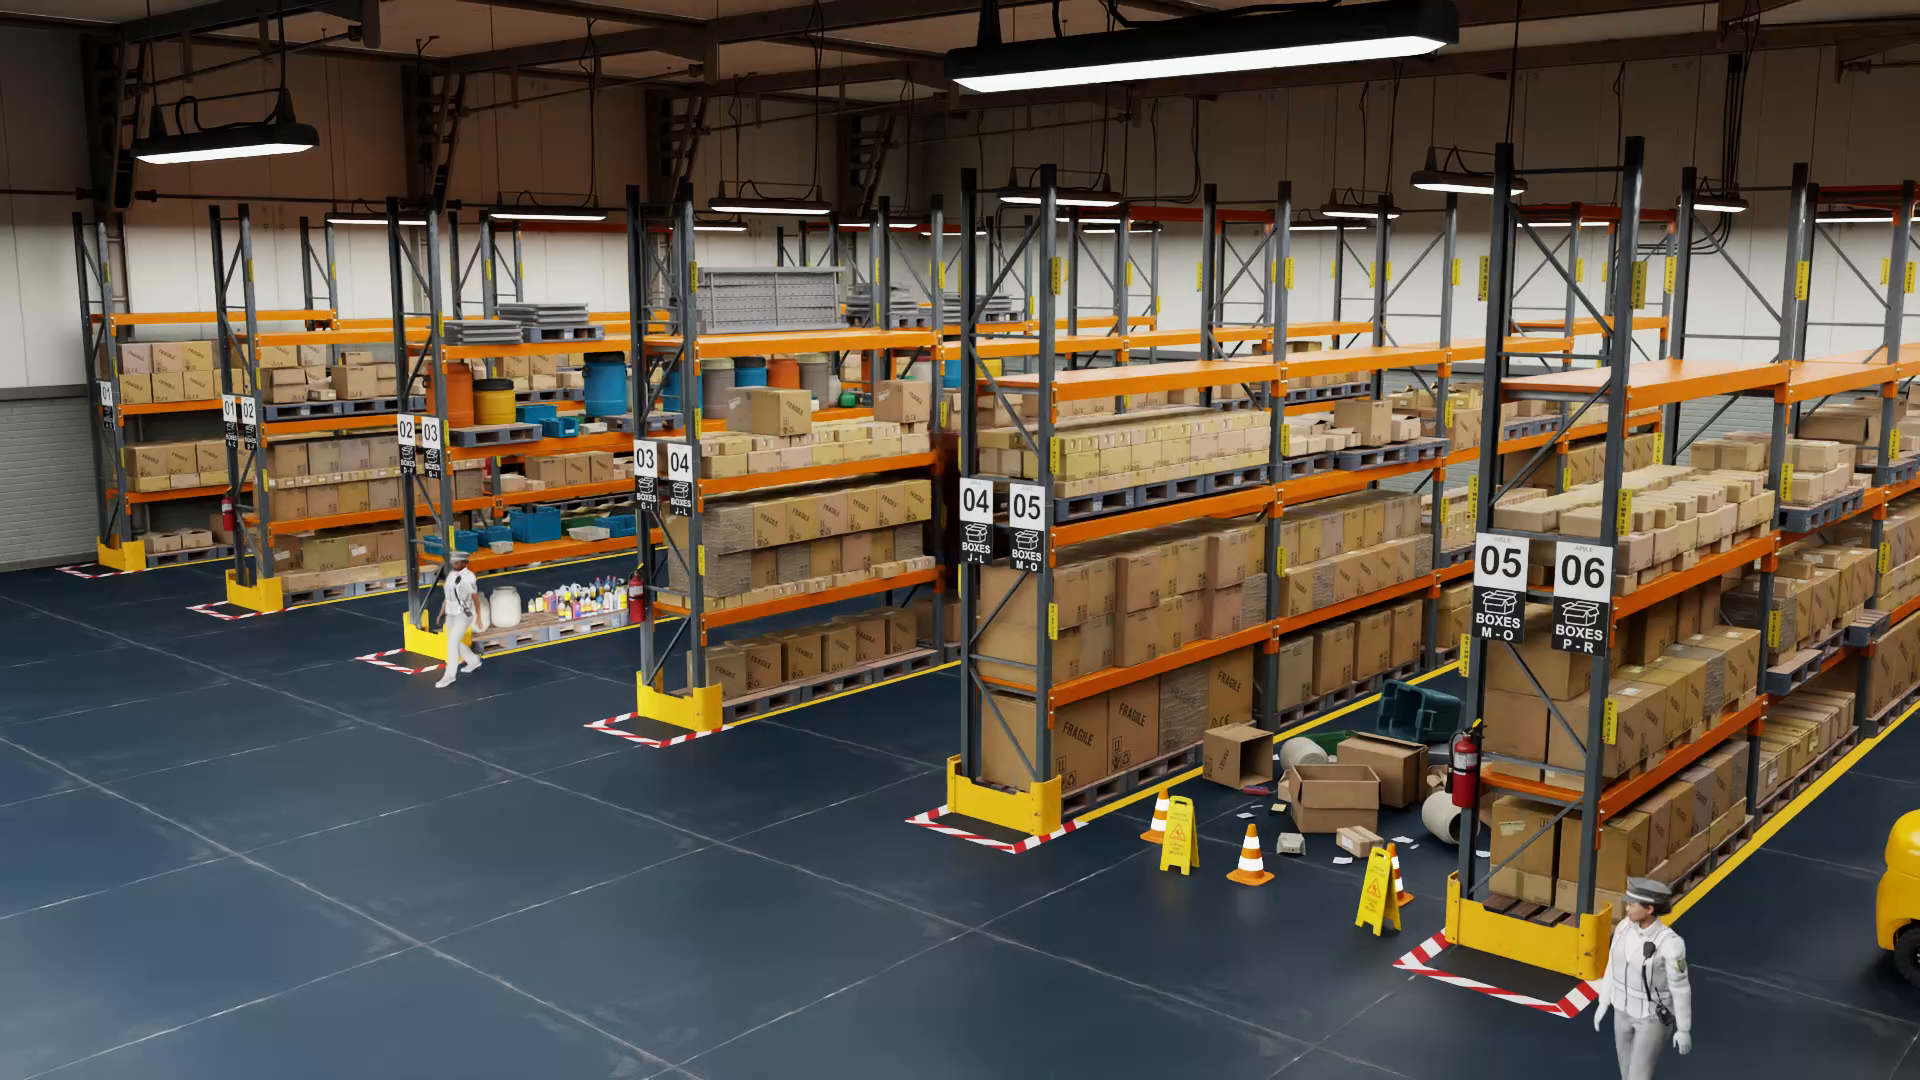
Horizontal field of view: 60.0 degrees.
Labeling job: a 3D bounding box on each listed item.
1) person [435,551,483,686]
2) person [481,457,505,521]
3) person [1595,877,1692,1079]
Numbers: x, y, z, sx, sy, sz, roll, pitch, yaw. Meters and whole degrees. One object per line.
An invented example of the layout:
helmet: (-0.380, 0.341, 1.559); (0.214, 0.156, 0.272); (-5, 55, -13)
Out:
person: (-6.247, 0.950, 20.700); (0.555, 1.655, 0.756); (6, 11, 33)
person: (-9.142, -1.047, 32.305); (0.477, 1.713, 0.586); (-6, 11, -32)
person: (3.864, 2.782, 9.573); (0.622, 1.669, 0.590); (-4, 10, -23)
